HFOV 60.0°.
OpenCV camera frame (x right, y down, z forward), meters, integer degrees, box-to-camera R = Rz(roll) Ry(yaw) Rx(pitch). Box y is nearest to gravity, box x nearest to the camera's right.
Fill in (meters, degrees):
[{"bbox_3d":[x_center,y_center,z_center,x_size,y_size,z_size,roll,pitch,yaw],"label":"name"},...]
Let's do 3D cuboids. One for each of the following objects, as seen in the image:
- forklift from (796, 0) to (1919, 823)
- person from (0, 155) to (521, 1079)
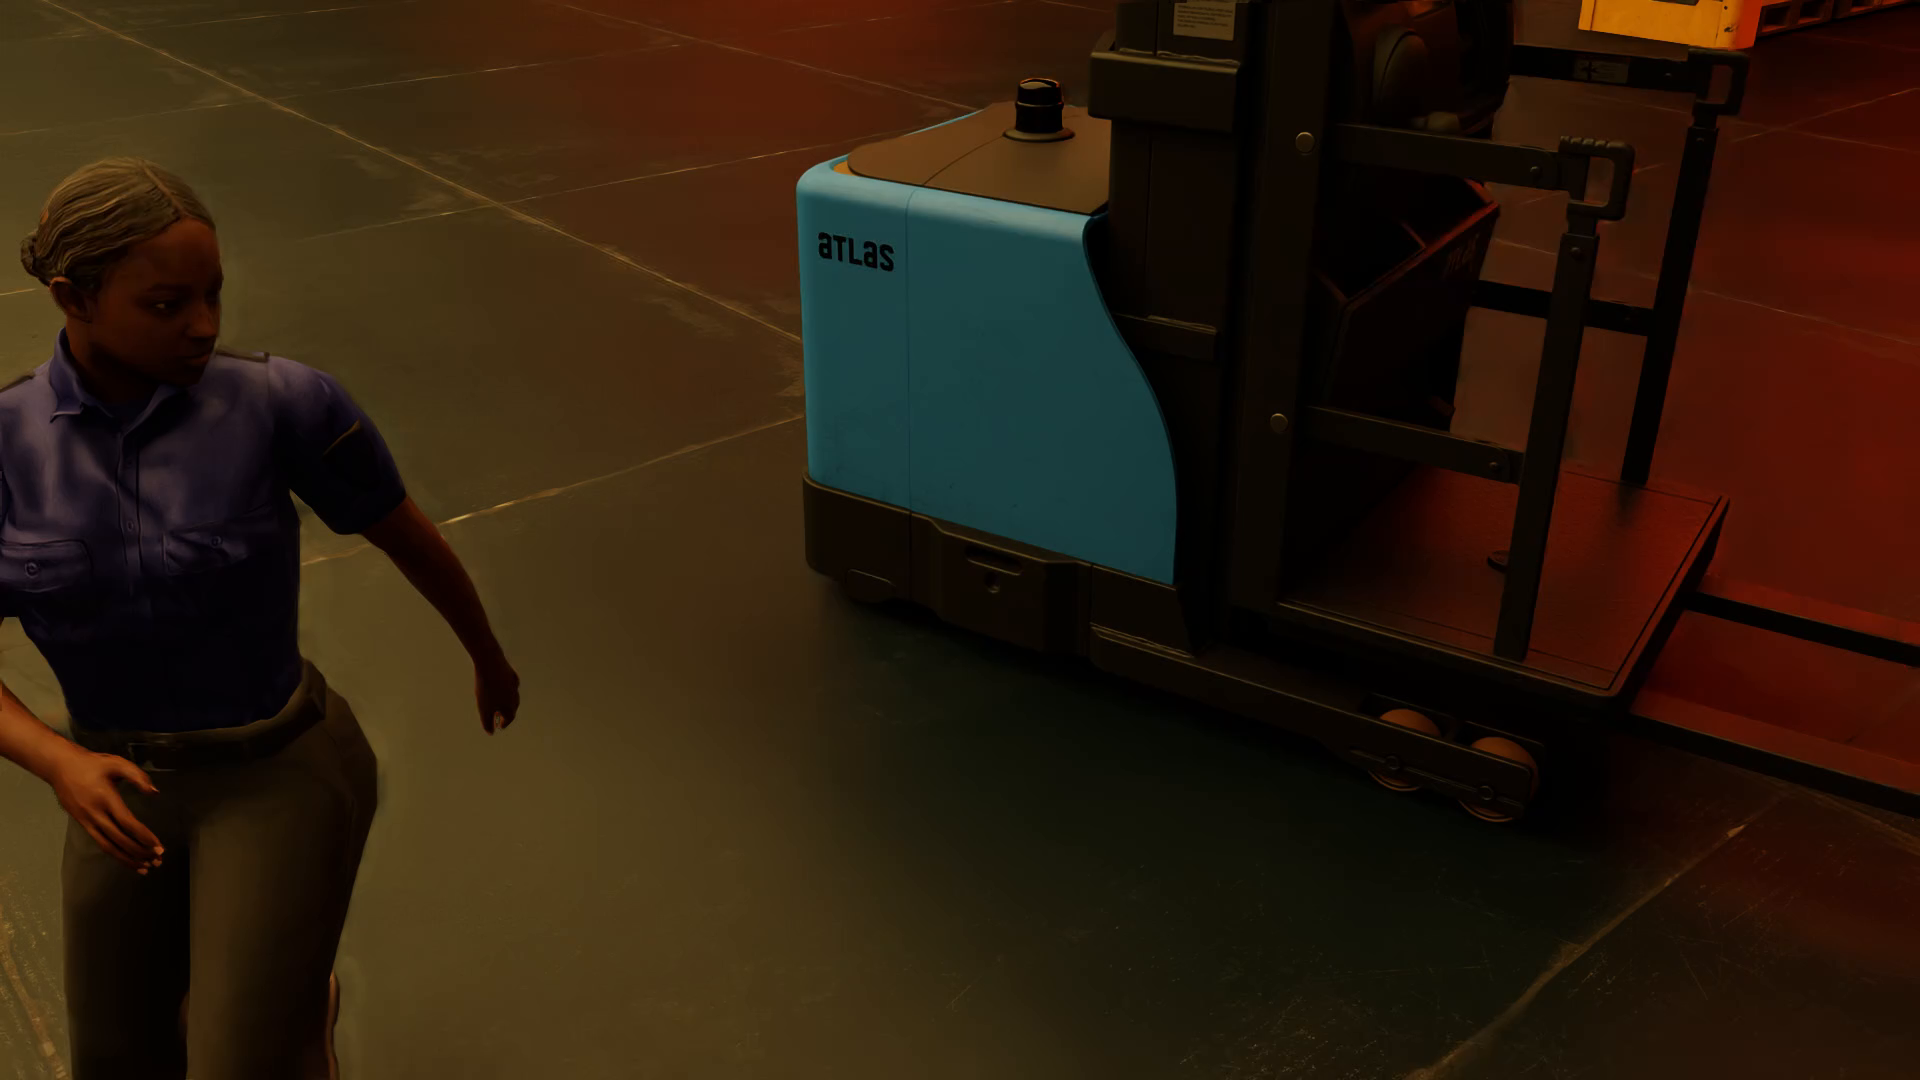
[{"bbox_3d":[1.120,-1.014,3.247,3.031,2.935,1.130,16,31,29],"label":"forklift"},{"bbox_3d":[-0.926,0.306,2.127,0.535,1.589,0.716,2,26,5],"label":"person"}]
